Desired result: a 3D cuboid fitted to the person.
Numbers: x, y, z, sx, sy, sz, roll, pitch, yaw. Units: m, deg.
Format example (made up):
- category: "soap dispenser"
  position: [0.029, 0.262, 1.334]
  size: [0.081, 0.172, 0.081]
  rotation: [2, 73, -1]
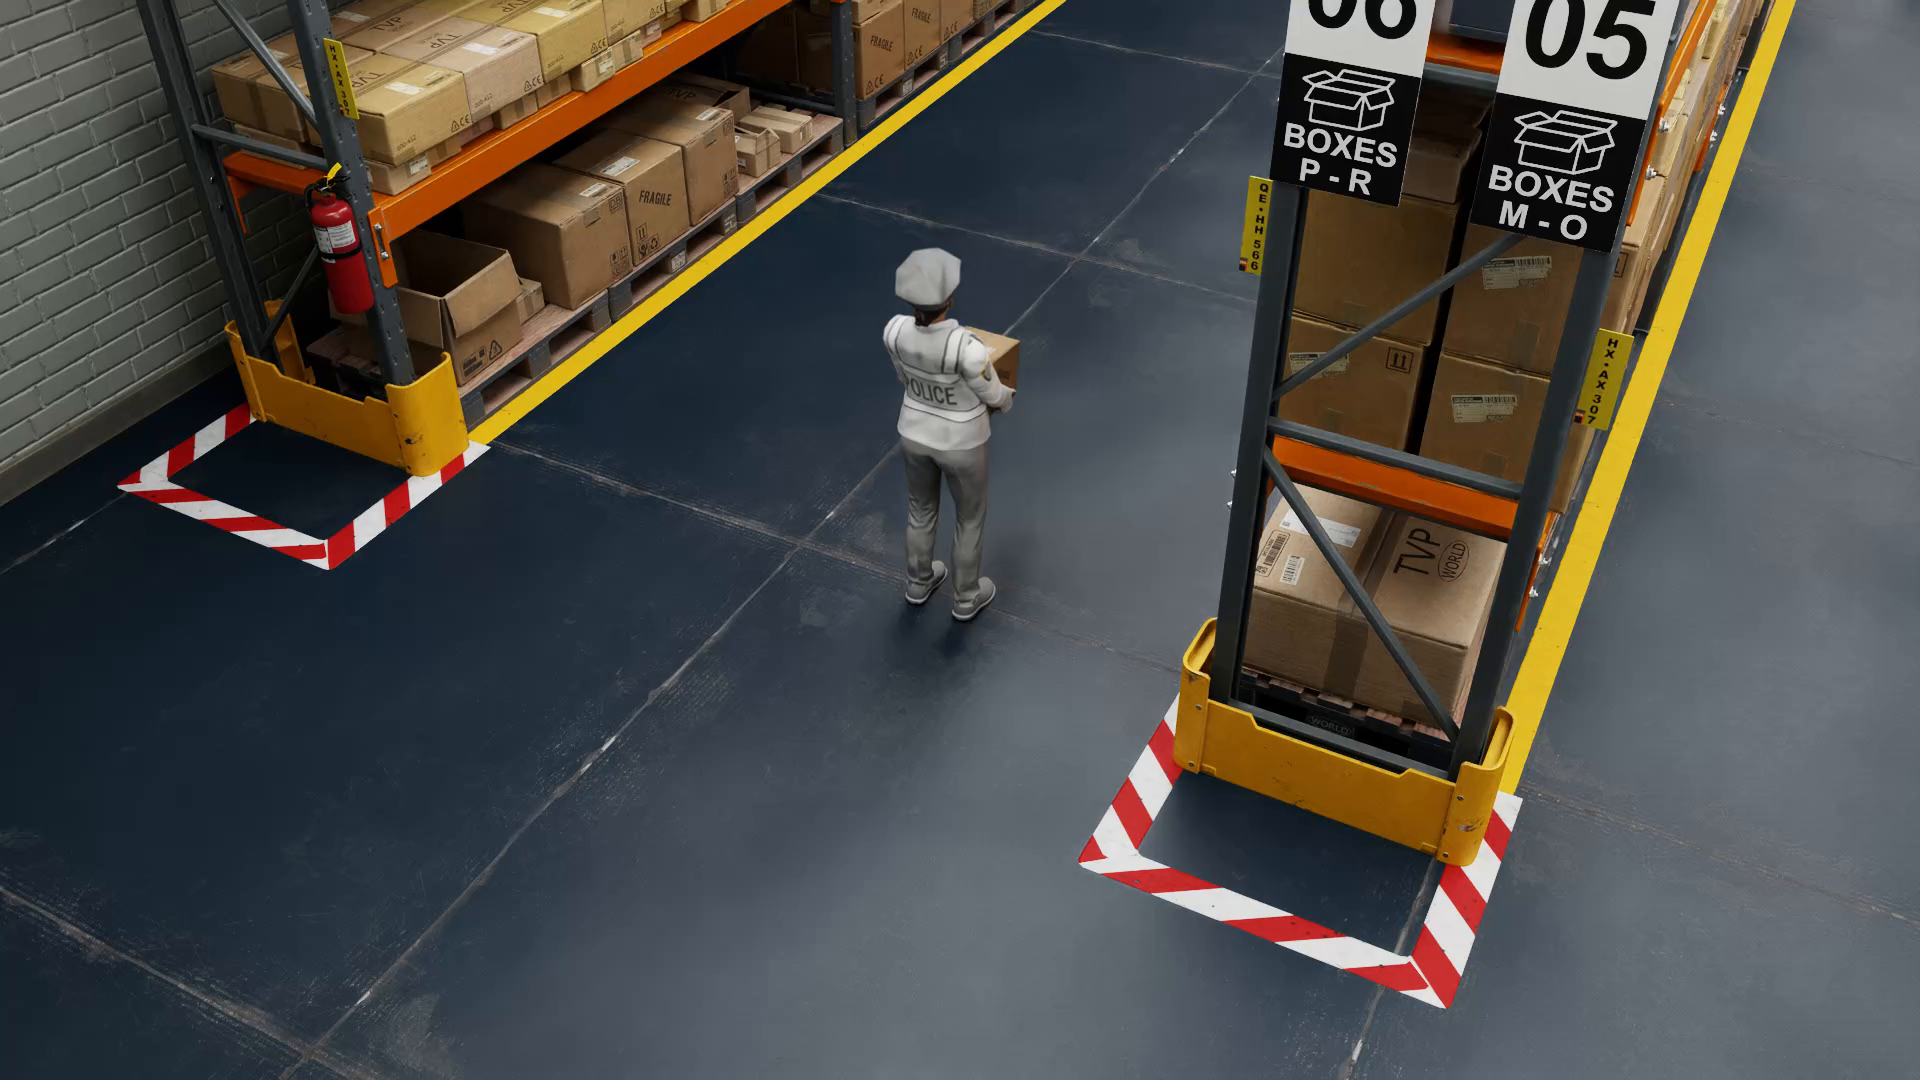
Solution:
- category: "person"
  position: [-0.027, -0.444, 6.699]
  size: [0.458, 1.686, 0.558]
  rotation: [19, 42, 22]
